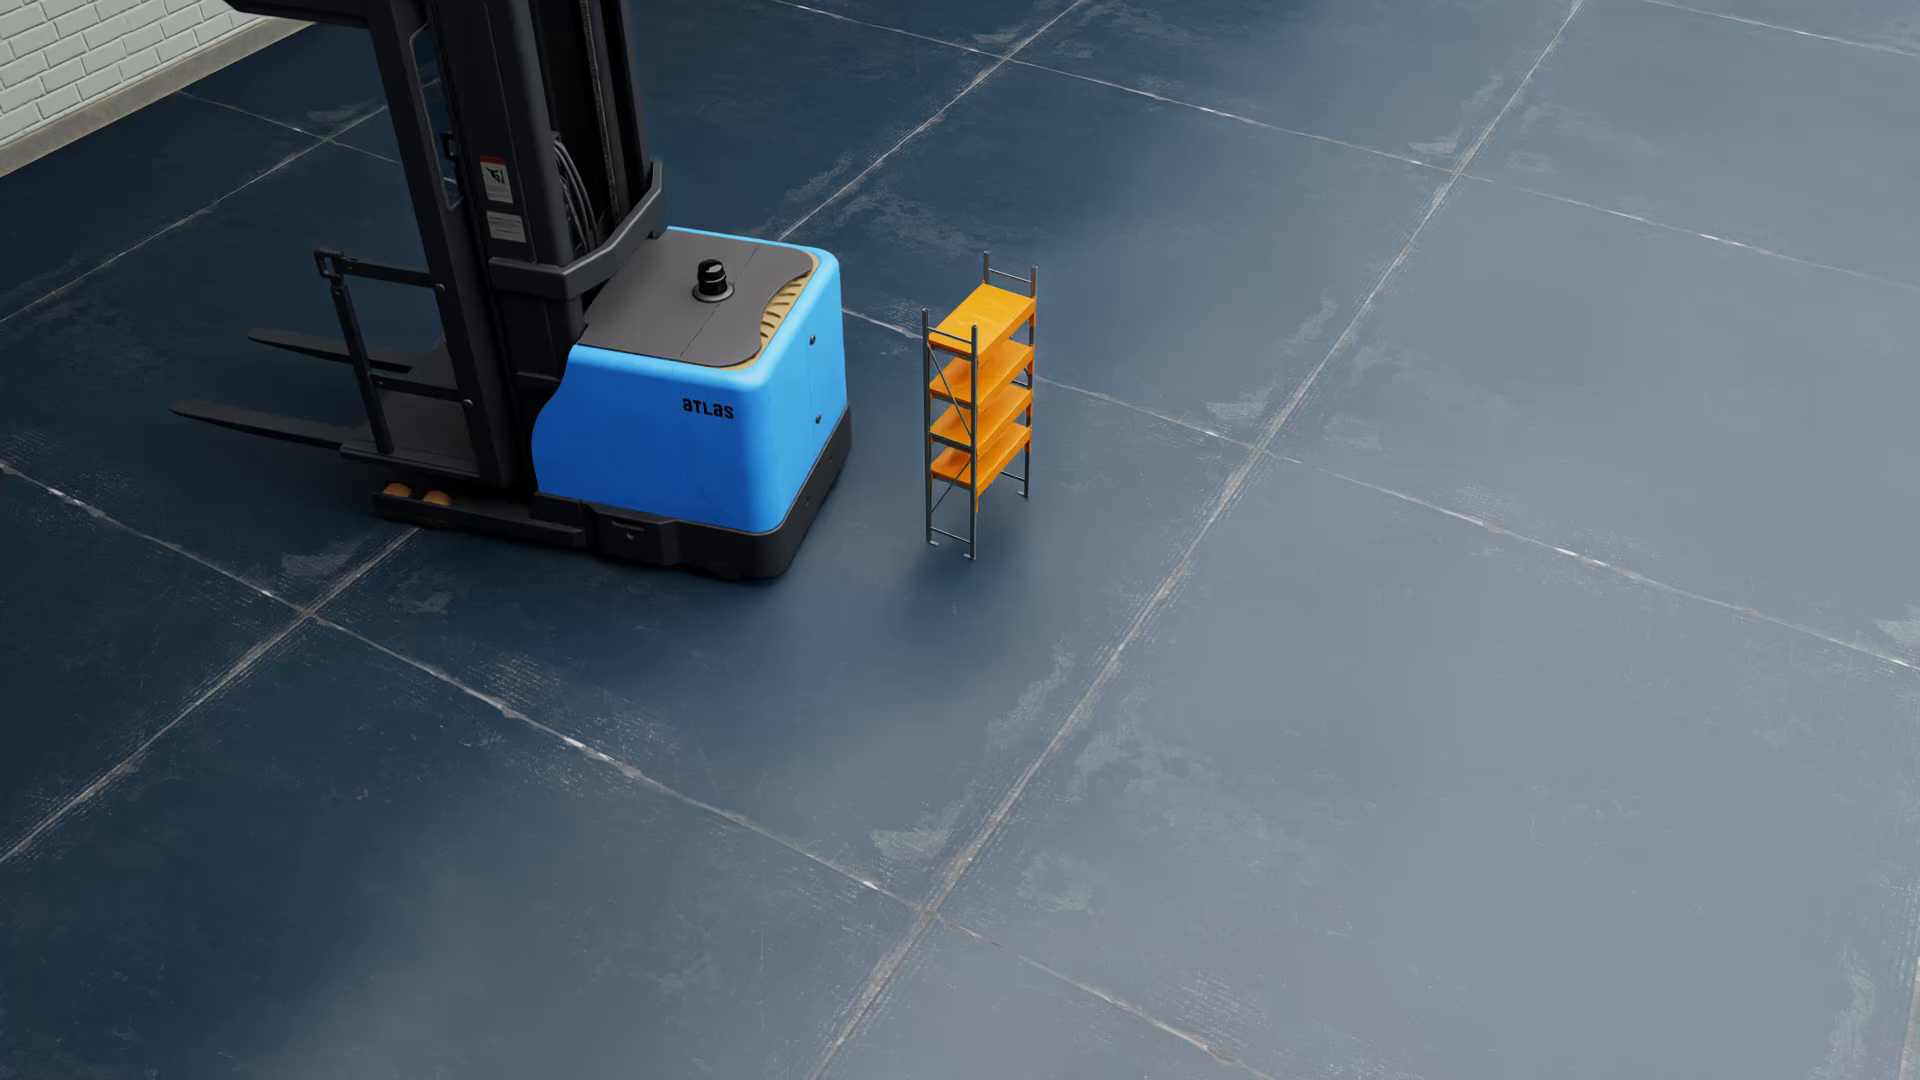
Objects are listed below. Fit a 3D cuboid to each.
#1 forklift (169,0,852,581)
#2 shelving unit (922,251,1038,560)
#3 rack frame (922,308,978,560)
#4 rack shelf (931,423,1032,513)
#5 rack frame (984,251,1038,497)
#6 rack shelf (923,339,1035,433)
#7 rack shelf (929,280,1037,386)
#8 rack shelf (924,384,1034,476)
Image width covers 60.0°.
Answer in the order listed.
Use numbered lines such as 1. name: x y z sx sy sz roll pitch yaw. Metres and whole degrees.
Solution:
1. forklift: -2.071 -1.475 6.707 3.031 2.935 1.130 11 42 12
2. shelving unit: 0.083 -0.545 6.961 0.258 1.200 0.503 21 45 22
3. rack frame: -0.039 -0.405 6.802 0.240 1.200 0.015 21 45 22
4. rack shelf: 0.083 -0.345 7.137 0.258 0.148 0.480 21 45 22
5. rack frame: 0.205 -0.685 7.120 0.240 1.200 0.015 21 45 22
6. rack shelf: 0.083 -0.662 6.858 0.258 0.148 0.480 21 45 22
7. rack shelf: 0.083 -0.840 6.701 0.258 0.148 0.480 21 45 22
8. rack shelf: 0.083 -0.495 7.005 0.258 0.148 0.480 21 45 22
